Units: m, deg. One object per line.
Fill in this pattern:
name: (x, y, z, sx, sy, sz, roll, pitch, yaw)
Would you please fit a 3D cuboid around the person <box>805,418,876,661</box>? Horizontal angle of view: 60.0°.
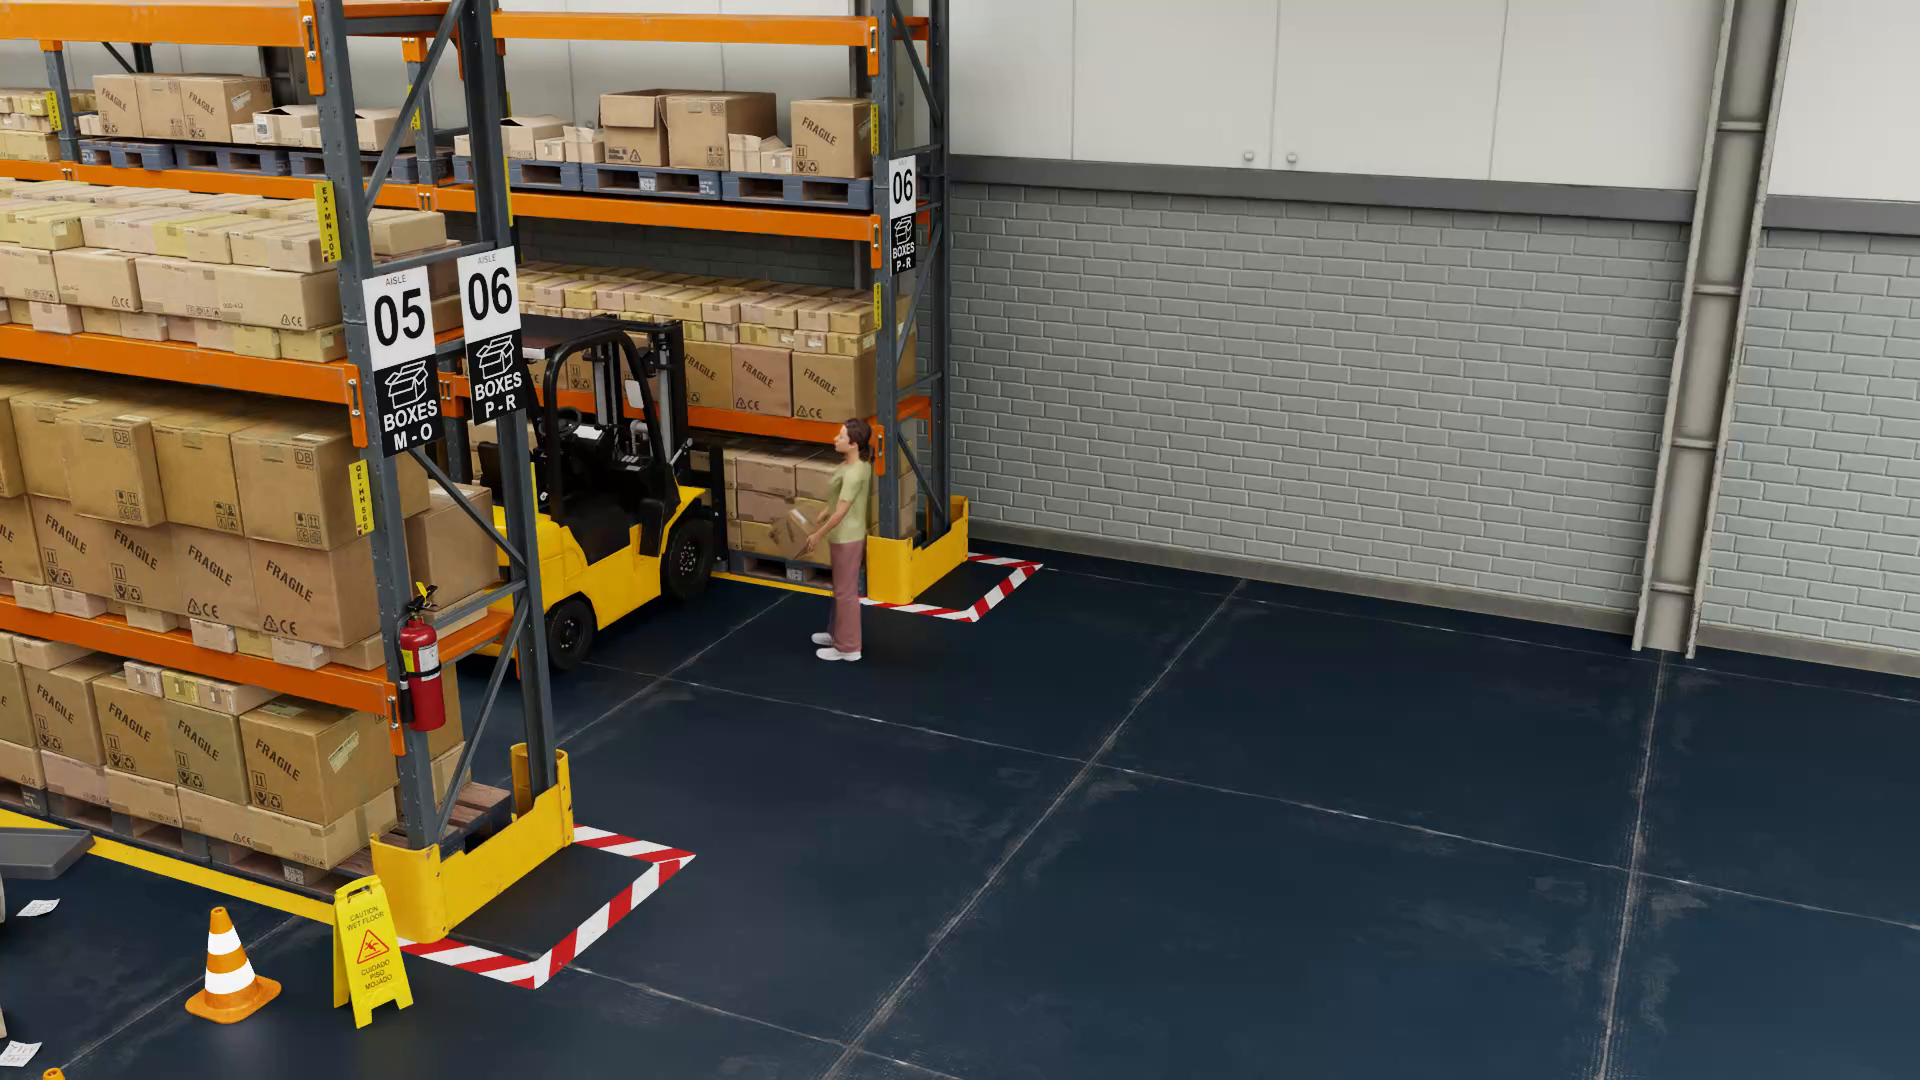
person: (-0.797, -0.002, 11.076, 0.478, 1.661, 0.516, 0, 19, 1)
